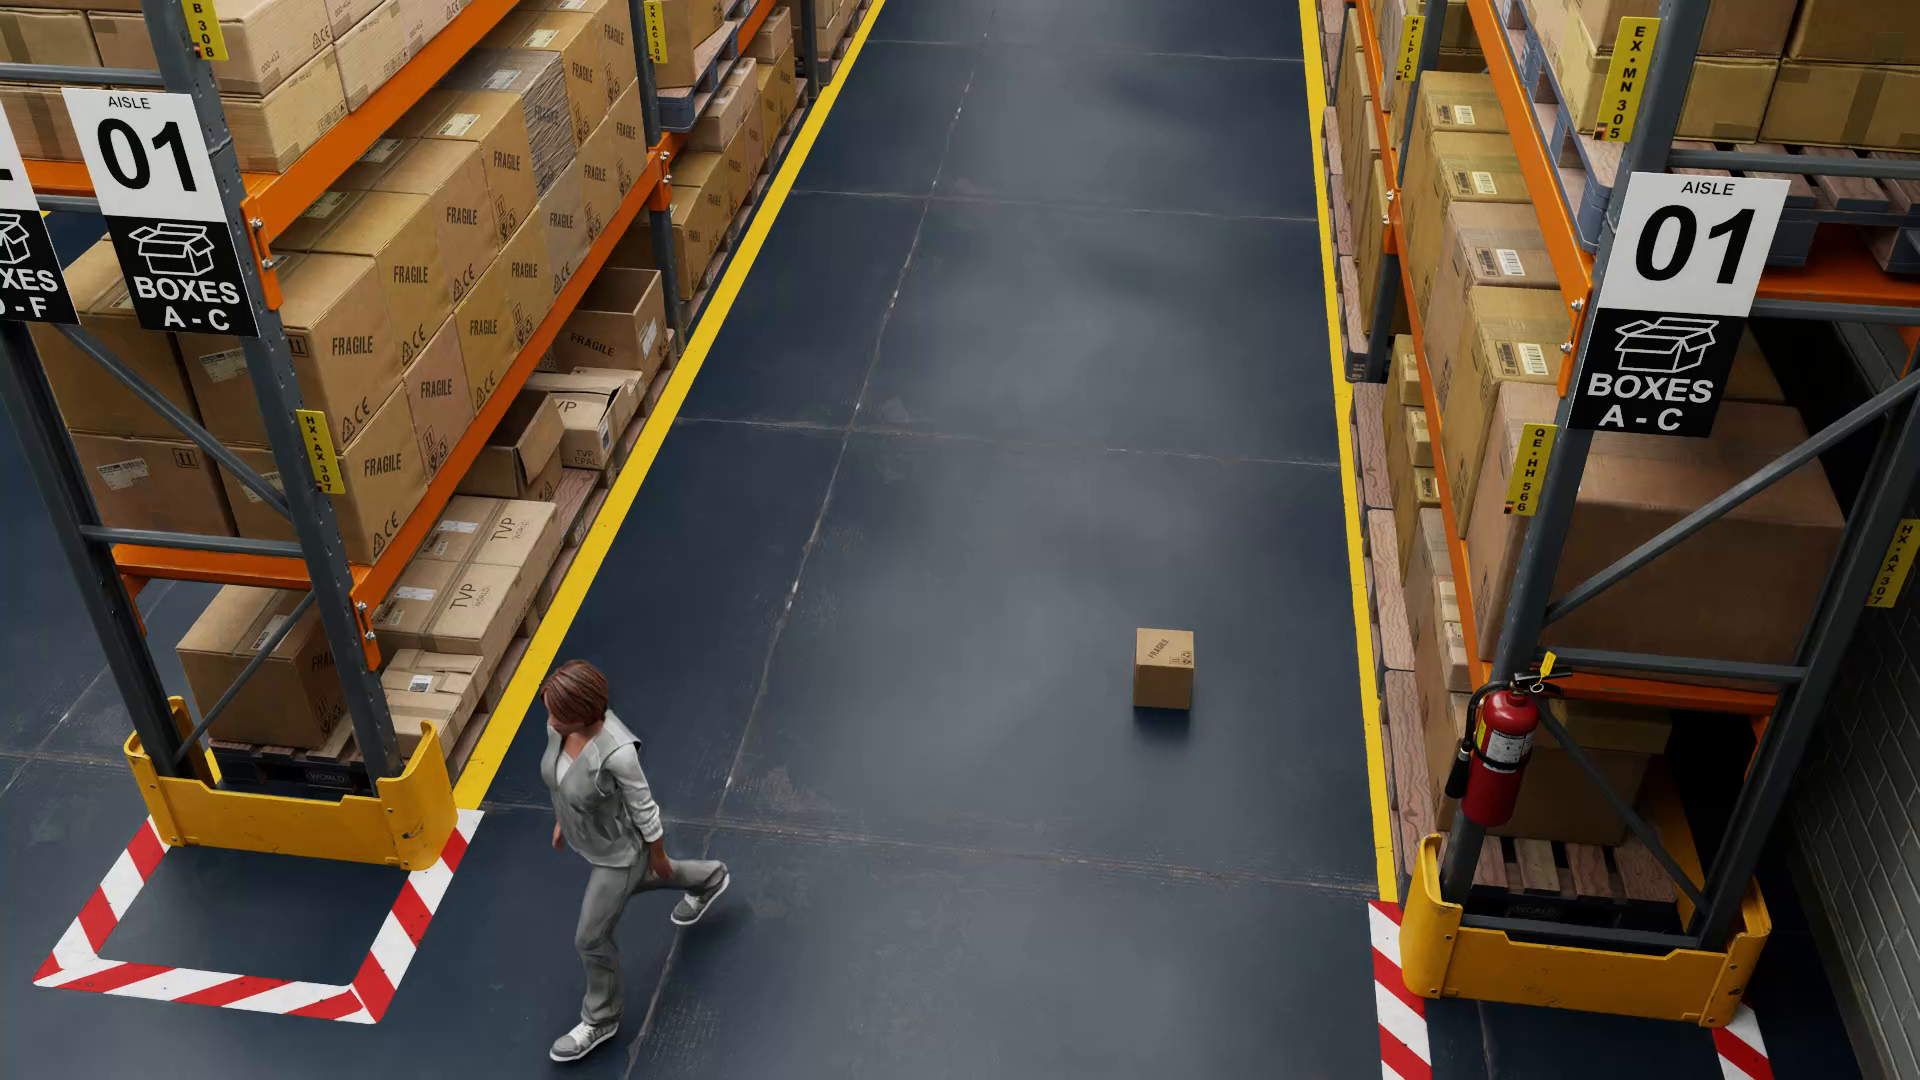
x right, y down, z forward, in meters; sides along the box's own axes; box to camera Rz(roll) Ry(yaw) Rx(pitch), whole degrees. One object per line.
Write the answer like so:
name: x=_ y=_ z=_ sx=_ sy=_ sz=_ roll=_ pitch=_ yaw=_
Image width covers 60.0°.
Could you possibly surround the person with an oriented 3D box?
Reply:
person: x=-1.174 y=0.996 z=5.699 sx=0.899 sy=1.543 sz=0.422 roll=-28 pitch=45 yaw=-32
